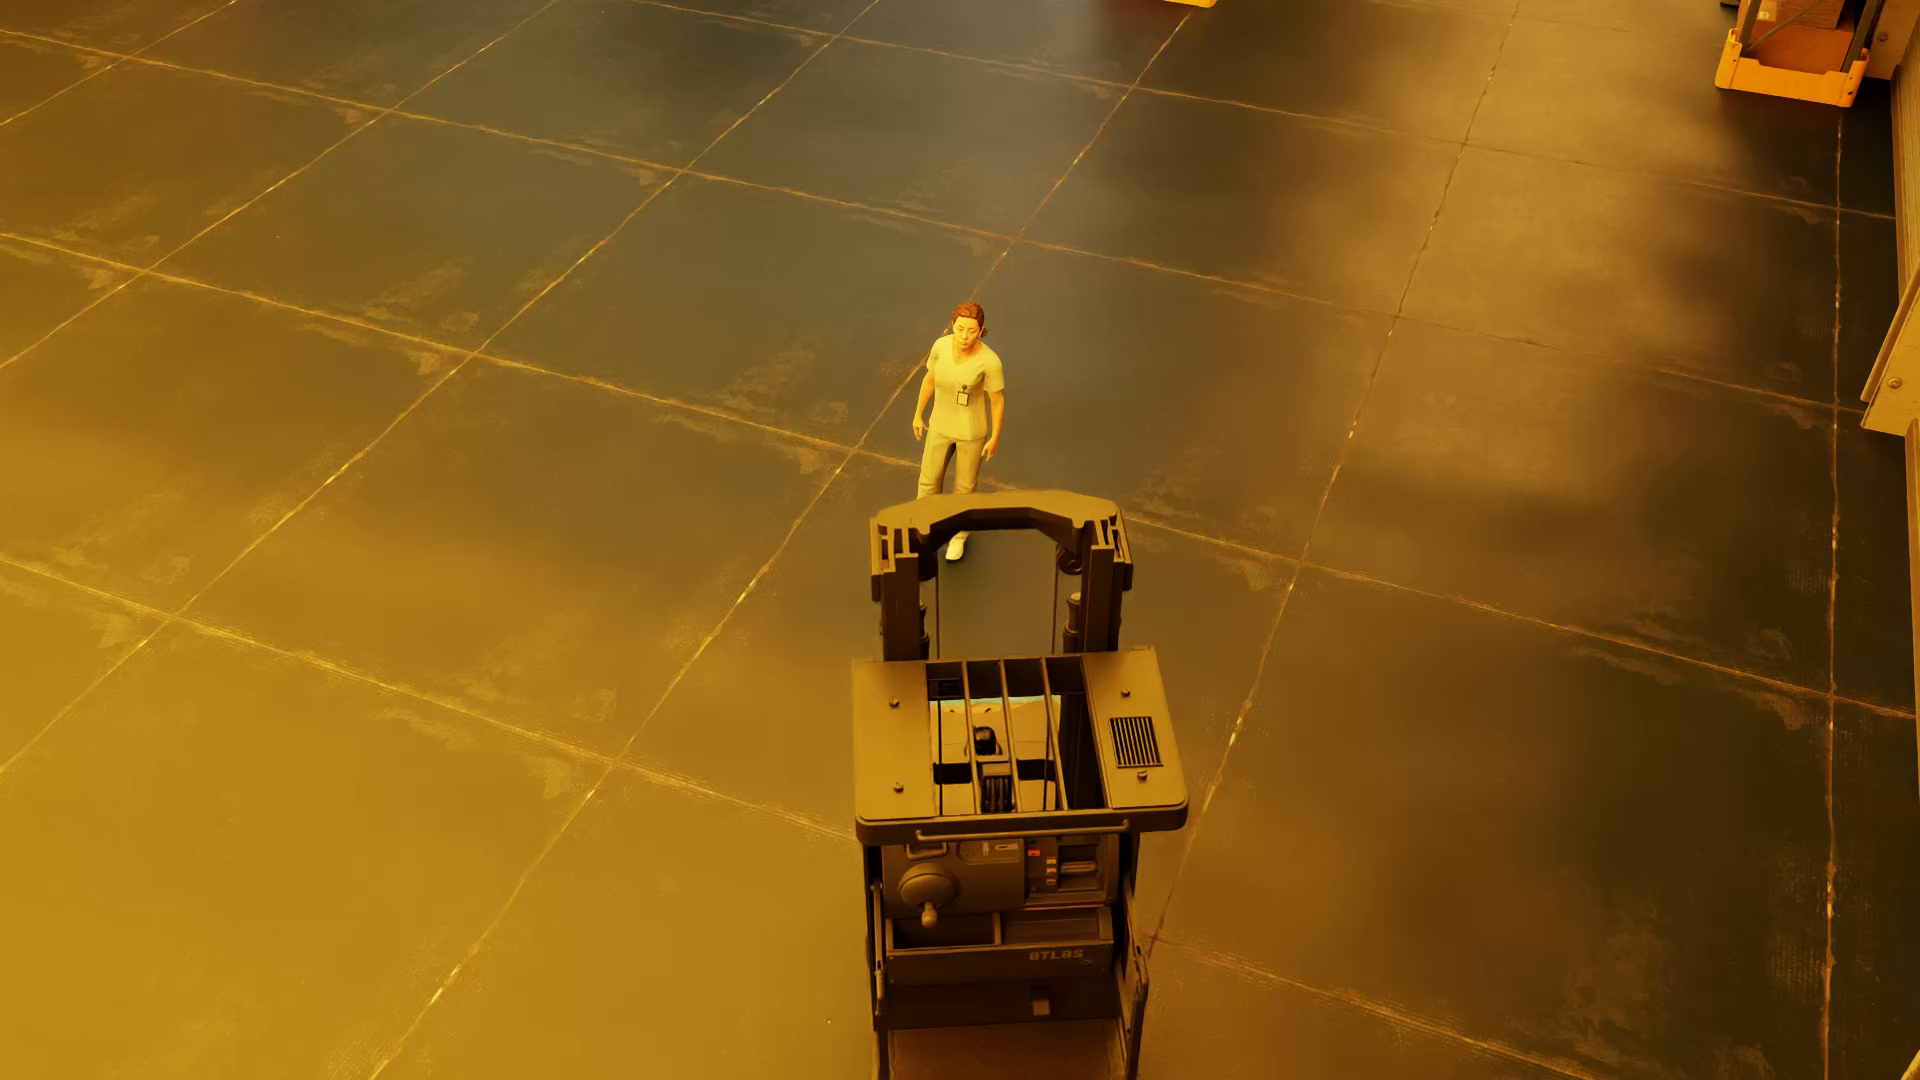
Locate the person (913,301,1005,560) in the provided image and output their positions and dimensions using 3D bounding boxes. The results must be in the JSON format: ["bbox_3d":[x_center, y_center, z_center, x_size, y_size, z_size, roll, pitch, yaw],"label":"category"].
[{"bbox_3d":[-0.041,-0.608,9.698,0.549,1.673,0.548,15,42,17],"label":"person"}]

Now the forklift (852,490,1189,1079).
[{"bbox_3d":[0.177,1.382,6.356,1.130,2.935,3.031,-2,40,-3],"label":"forklift"}]
